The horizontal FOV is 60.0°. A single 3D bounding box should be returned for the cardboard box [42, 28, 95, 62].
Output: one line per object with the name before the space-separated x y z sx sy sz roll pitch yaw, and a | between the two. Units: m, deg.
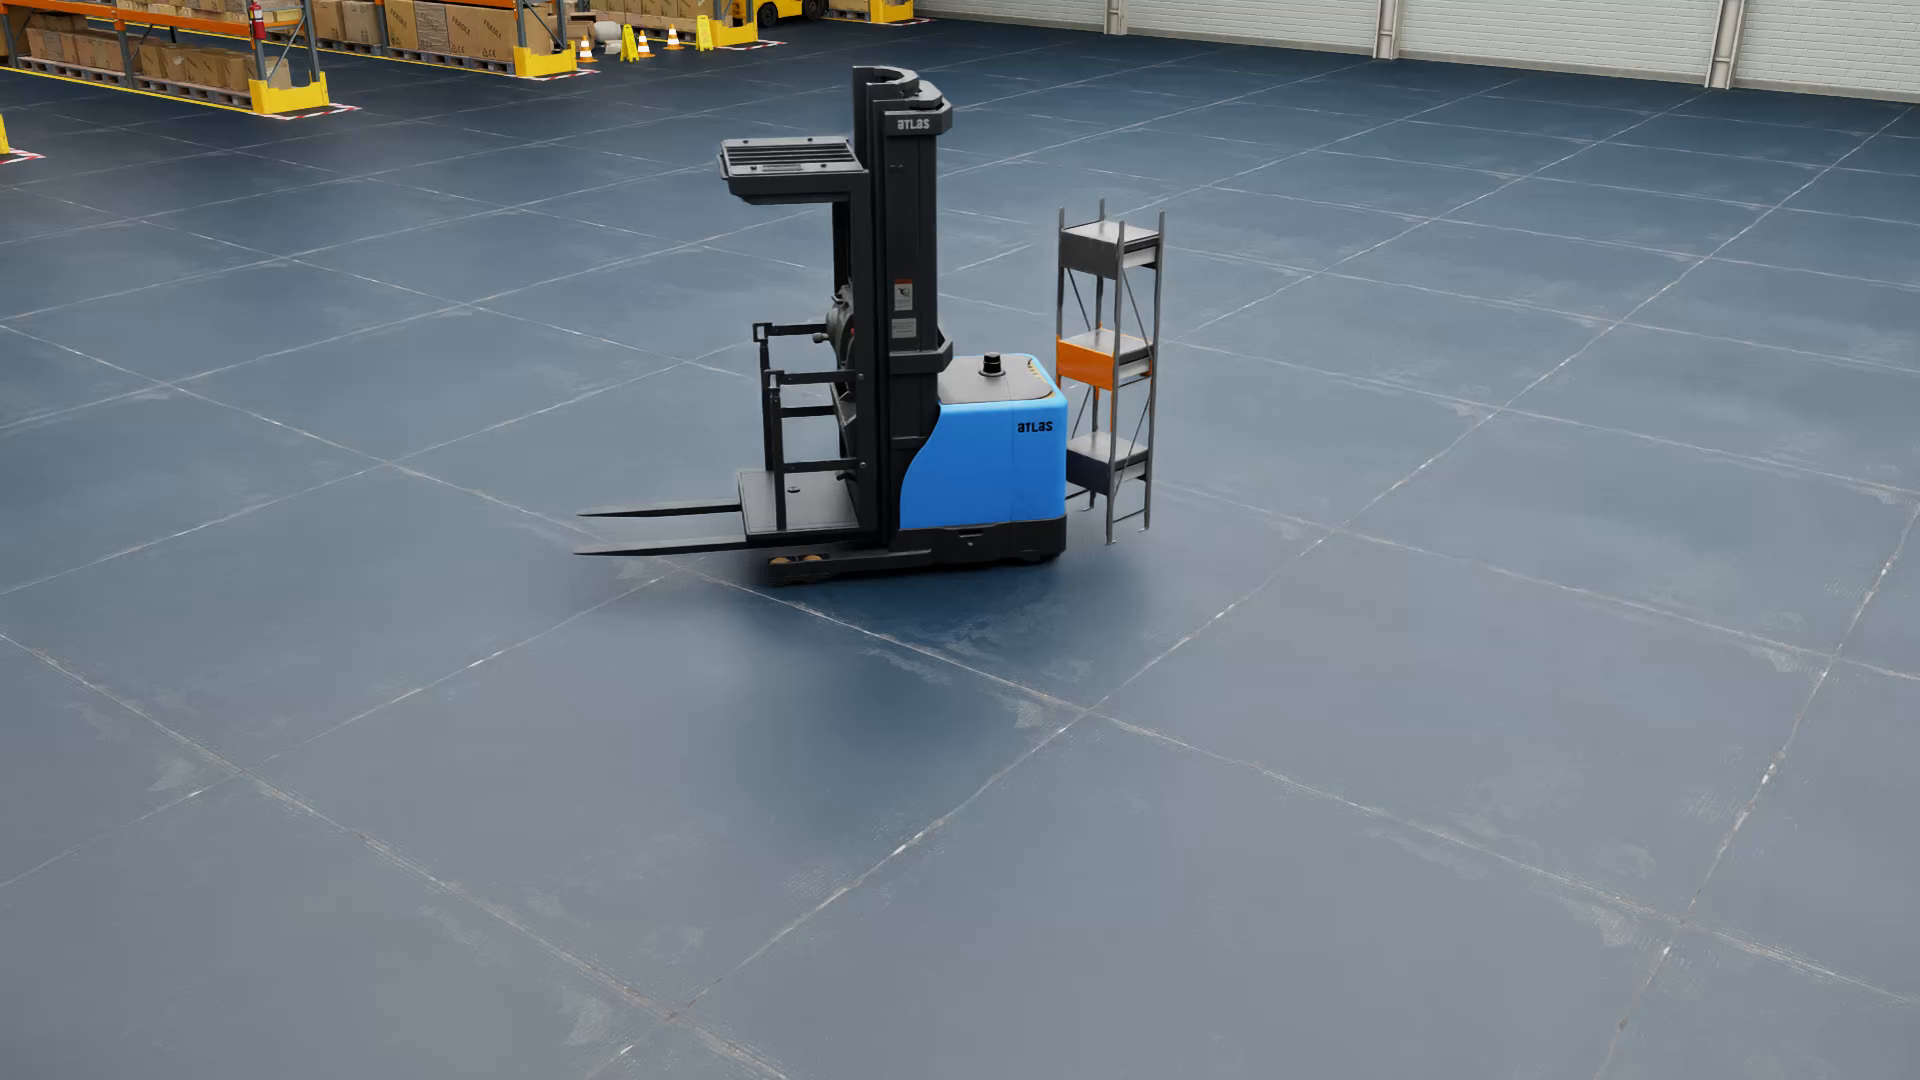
cardboard box | -15.848 -8.849 29.668 0.500 0.500 0.700 14 27 29

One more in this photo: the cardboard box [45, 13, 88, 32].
cardboard box | -15.863 -9.200 29.535 0.500 0.250 0.500 21 31 39

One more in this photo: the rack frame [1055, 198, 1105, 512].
rack frame | 0.757 -1.124 10.696 0.400 2.100 0.015 -21 31 -39

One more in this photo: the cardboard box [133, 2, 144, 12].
cardboard box | -13.247 -8.729 27.154 0.250 0.149 0.380 17 29 33

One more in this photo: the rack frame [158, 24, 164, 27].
rack frame | -16.993 -12.620 35.672 0.127 3.000 1.000 17 29 33

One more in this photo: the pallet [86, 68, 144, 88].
pallet | -14.271 -8.021 28.694 1.213 0.211 1.003 17 29 33

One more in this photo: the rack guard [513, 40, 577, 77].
rack guard | -7.371 -8.569 29.577 0.348 0.500 1.175 17 29 33

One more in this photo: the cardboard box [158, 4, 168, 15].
cardboard box | -12.640 -8.551 26.749 0.250 0.149 0.380 17 29 33

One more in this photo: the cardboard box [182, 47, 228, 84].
cardboard box | -12.344 -7.787 27.284 0.500 0.500 0.500 14 27 29

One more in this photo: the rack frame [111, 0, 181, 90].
rack frame | -13.647 -9.110 27.705 0.127 3.000 1.000 17 29 33

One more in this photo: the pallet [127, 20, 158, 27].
pallet | -17.552 -11.495 36.577 1.213 0.211 1.003 17 29 33

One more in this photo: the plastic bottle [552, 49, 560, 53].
plastic bottle | -7.742 -9.418 32.049 0.283 0.061 0.133 7 25 15

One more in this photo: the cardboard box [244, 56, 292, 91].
cardboard box | -10.936 -7.347 26.284 0.500 0.500 0.500 -20 31 -38

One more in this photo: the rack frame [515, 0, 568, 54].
rack frame | -7.391 -9.718 29.086 0.127 3.000 1.000 17 29 33

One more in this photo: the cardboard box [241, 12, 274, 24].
cardboard box | -10.798 -8.030 25.566 0.250 0.149 0.380 17 29 33

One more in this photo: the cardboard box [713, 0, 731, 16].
cardboard box | -5.002 -10.907 33.743 0.500 0.500 0.500 16 28 32

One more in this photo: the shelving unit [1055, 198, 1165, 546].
shelving unit | 0.924 -1.052 10.533 0.431 2.100 0.503 -21 31 -39

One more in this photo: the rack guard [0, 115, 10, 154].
rack guard | -13.506 -5.404 22.394 0.348 0.500 1.175 17 29 33

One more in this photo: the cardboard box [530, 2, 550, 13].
cardboard box | -8.747 -10.928 33.993 0.500 0.500 0.500 17 29 33

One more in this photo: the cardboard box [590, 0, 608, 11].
cardboard box | -7.393 -11.354 34.759 0.500 0.500 0.500 18 30 36

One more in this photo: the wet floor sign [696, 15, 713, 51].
wet floor sign | -4.993 -9.871 32.353 0.267 0.644 0.232 -15 28 -30

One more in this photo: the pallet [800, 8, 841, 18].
pallet | -3.138 -12.133 38.025 1.213 0.211 1.003 17 29 33

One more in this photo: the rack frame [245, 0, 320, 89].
rack frame | -10.446 -8.142 25.510 0.127 3.000 1.000 17 29 33

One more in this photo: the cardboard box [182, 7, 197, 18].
cardboard box | -12.061 -8.359 26.312 0.250 0.149 0.380 17 29 33

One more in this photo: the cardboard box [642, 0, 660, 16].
cardboard box | -6.120 -10.976 33.900 0.500 0.500 0.500 16 28 32

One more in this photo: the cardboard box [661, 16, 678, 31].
cardboard box | -5.721 -10.510 33.773 0.500 0.250 0.500 17 29 33

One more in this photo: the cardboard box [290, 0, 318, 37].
cardboard box | -12.657 -10.429 32.968 0.750 0.750 1.050 17 29 34

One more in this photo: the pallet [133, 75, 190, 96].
pallet | -13.088 -7.683 27.925 1.213 0.211 1.003 17 29 33

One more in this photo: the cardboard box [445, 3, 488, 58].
cardboard box | -8.678 -9.293 30.235 0.875 0.875 0.875 16 29 32

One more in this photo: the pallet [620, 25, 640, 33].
pallet | -7.145 -10.880 35.181 1.213 0.211 1.003 17 29 33

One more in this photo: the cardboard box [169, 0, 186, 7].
cardboard box | -12.109 -8.808 26.527 0.500 0.500 0.875 17 29 33

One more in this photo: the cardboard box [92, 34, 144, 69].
cardboard box | -14.496 -8.444 28.749 0.500 0.500 0.700 17 29 33

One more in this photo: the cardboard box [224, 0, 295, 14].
cardboard box | -10.870 -8.466 25.752 0.500 0.500 0.875 17 29 33

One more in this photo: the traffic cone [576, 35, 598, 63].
traffic cone | -6.964 -9.144 30.929 0.334 0.463 0.336 17 29 33

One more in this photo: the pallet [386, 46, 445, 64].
pallet | -10.030 -9.200 31.369 1.213 0.211 1.003 17 29 33

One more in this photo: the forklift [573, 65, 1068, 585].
forklift | -0.899 -1.295 10.054 3.031 2.935 1.130 -4 24 -9

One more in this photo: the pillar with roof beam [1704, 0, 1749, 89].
pillar with roof beam | 10.276 -10.405 23.204 0.400 9.000 9.100 17 29 33

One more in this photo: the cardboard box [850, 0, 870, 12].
cardboard box | -2.094 -11.888 36.900 0.500 0.250 0.500 17 29 34

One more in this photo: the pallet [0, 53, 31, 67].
pallet | -17.434 -9.016 30.951 1.213 0.211 1.003 17 29 33

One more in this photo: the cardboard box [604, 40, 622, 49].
cardboard box | -6.763 -9.700 32.581 0.380 0.149 0.250 -10 26 -21

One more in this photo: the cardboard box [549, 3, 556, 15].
cardboard box | -8.702 -11.595 36.085 0.625 0.372 0.950 19 30 36

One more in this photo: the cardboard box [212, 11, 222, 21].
cardboard box | -11.420 -8.200 25.951 0.250 0.149 0.380 17 29 33

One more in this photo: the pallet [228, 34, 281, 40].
pallet | -14.417 -10.566 34.469 1.213 0.211 1.003 17 29 33

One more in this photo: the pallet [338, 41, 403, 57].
pallet | -11.254 -9.572 32.212 1.213 0.211 1.003 17 29 33

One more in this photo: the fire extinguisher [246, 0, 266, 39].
fire extinguisher | -10.631 -7.931 25.125 0.183 0.674 0.296 17 29 33

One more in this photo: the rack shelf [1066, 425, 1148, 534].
rack shelf | 0.924 -0.399 10.821 0.431 0.518 0.480 -21 31 -39

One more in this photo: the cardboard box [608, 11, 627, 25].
cardboard box | -6.959 -10.886 34.625 0.500 0.250 0.500 19 30 36
